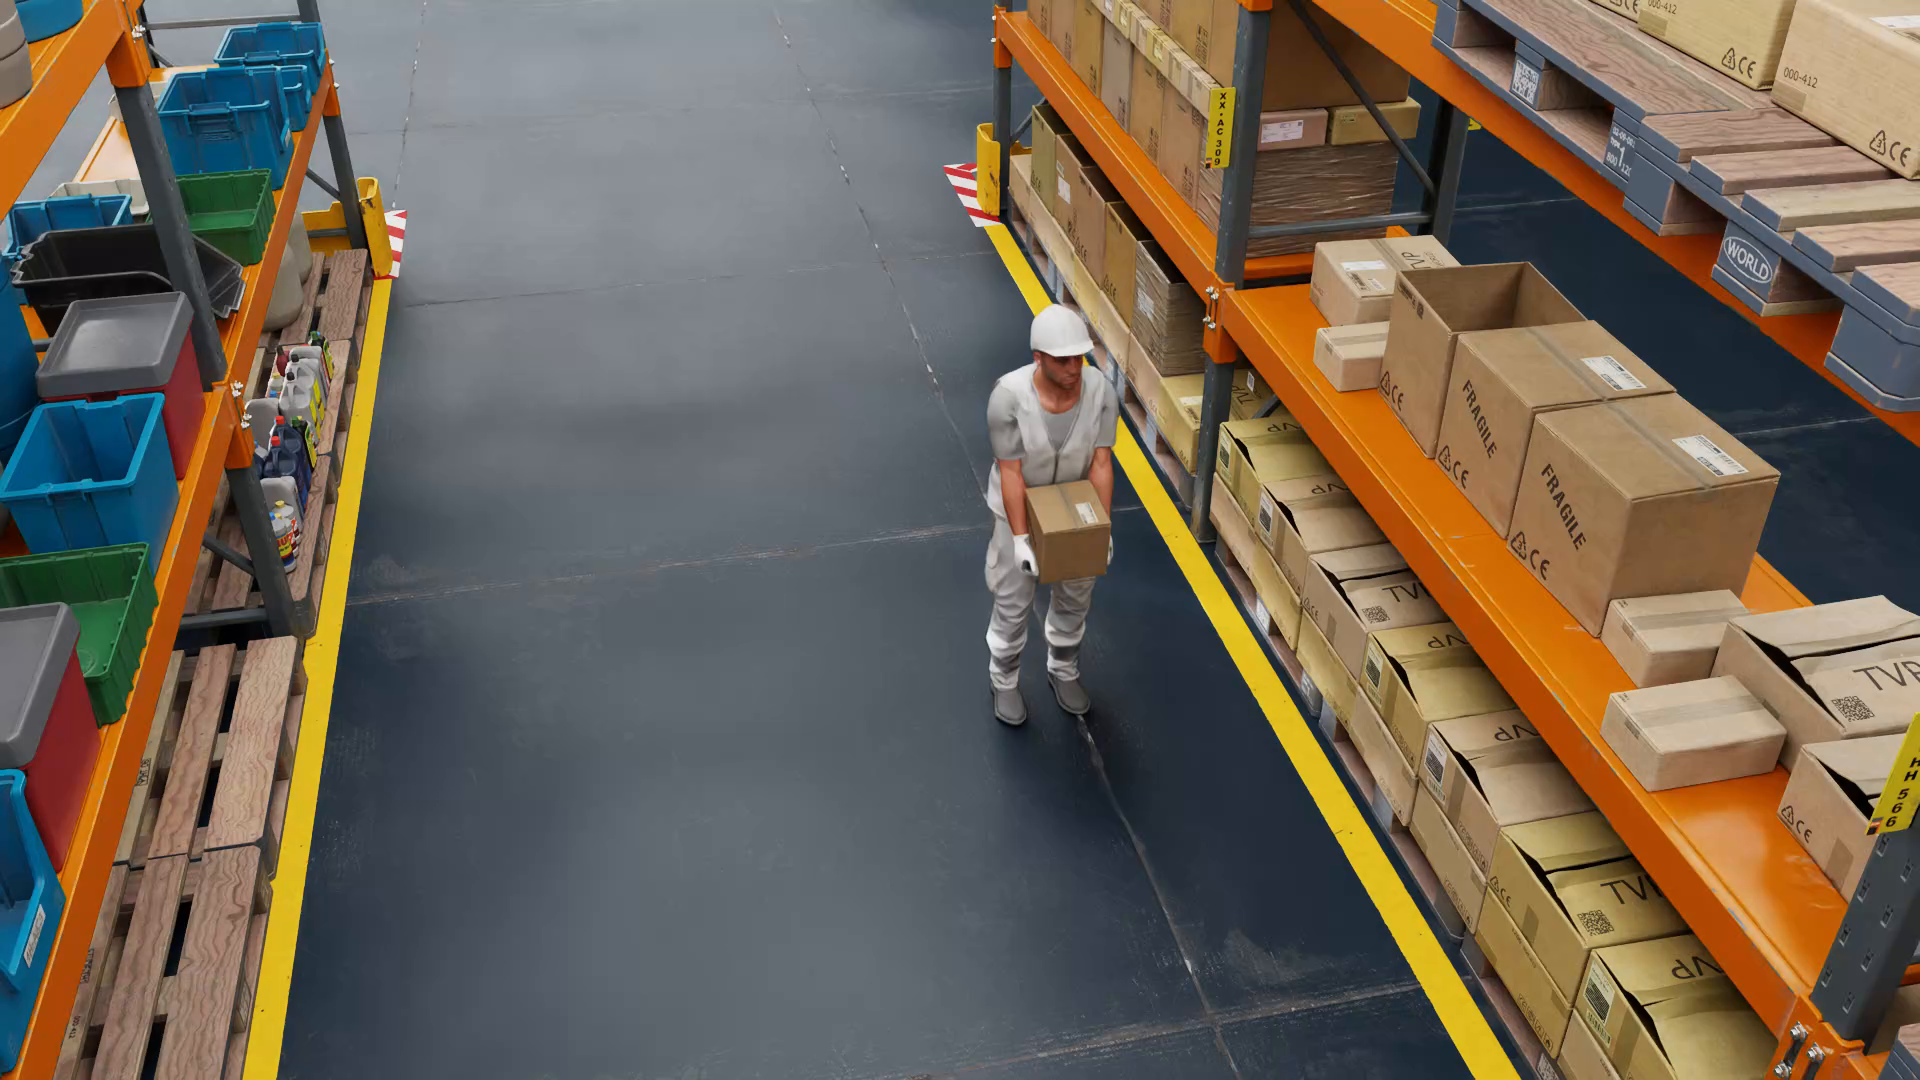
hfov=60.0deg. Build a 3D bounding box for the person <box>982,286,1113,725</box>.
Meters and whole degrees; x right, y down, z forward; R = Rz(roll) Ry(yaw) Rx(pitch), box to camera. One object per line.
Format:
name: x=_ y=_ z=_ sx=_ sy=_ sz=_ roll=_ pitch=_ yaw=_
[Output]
person: x=0.348 y=-0.057 z=6.210 sx=0.494 sy=1.782 sz=0.559 roll=-7 pitch=35 yaw=-10
